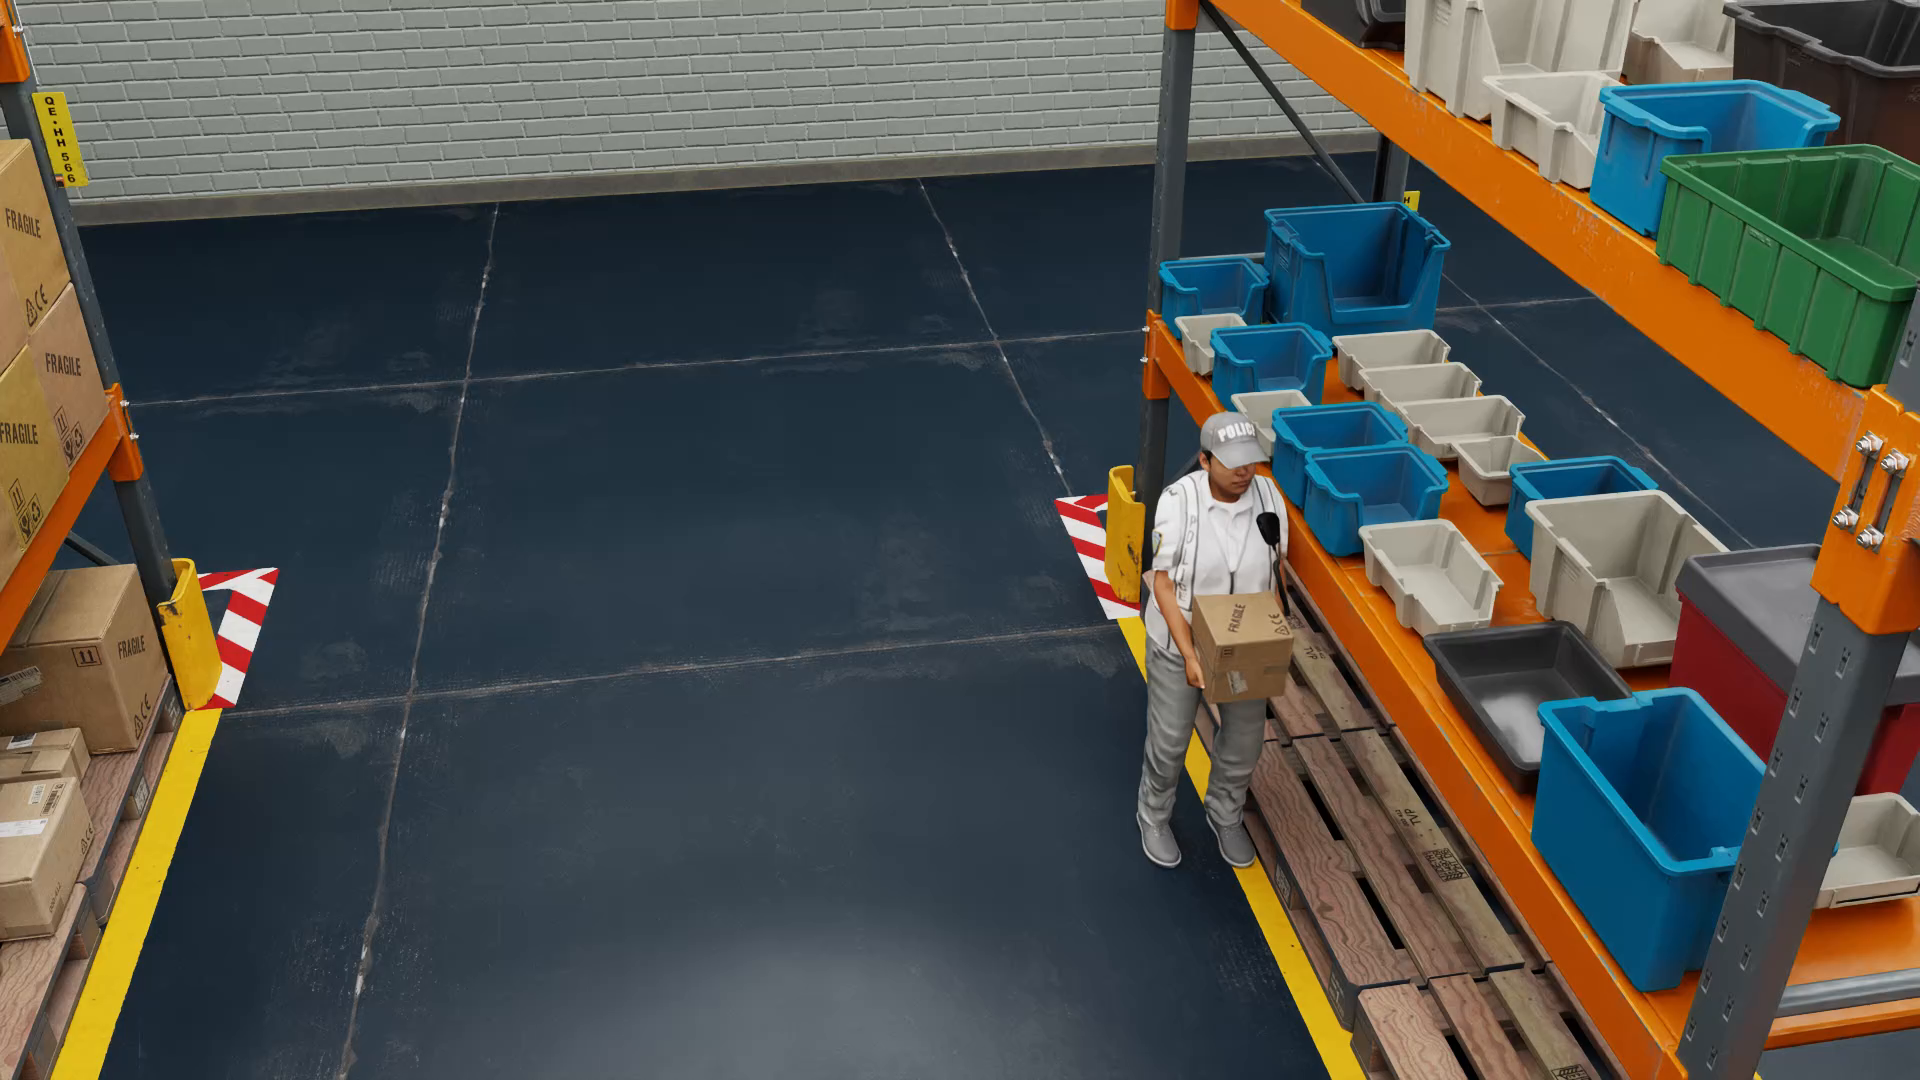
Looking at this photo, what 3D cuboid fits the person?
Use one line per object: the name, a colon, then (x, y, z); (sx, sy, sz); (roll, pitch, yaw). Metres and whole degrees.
person: (0.855, 0.376, 5.511); (0.456, 1.659, 0.539); (-5, 31, -9)
